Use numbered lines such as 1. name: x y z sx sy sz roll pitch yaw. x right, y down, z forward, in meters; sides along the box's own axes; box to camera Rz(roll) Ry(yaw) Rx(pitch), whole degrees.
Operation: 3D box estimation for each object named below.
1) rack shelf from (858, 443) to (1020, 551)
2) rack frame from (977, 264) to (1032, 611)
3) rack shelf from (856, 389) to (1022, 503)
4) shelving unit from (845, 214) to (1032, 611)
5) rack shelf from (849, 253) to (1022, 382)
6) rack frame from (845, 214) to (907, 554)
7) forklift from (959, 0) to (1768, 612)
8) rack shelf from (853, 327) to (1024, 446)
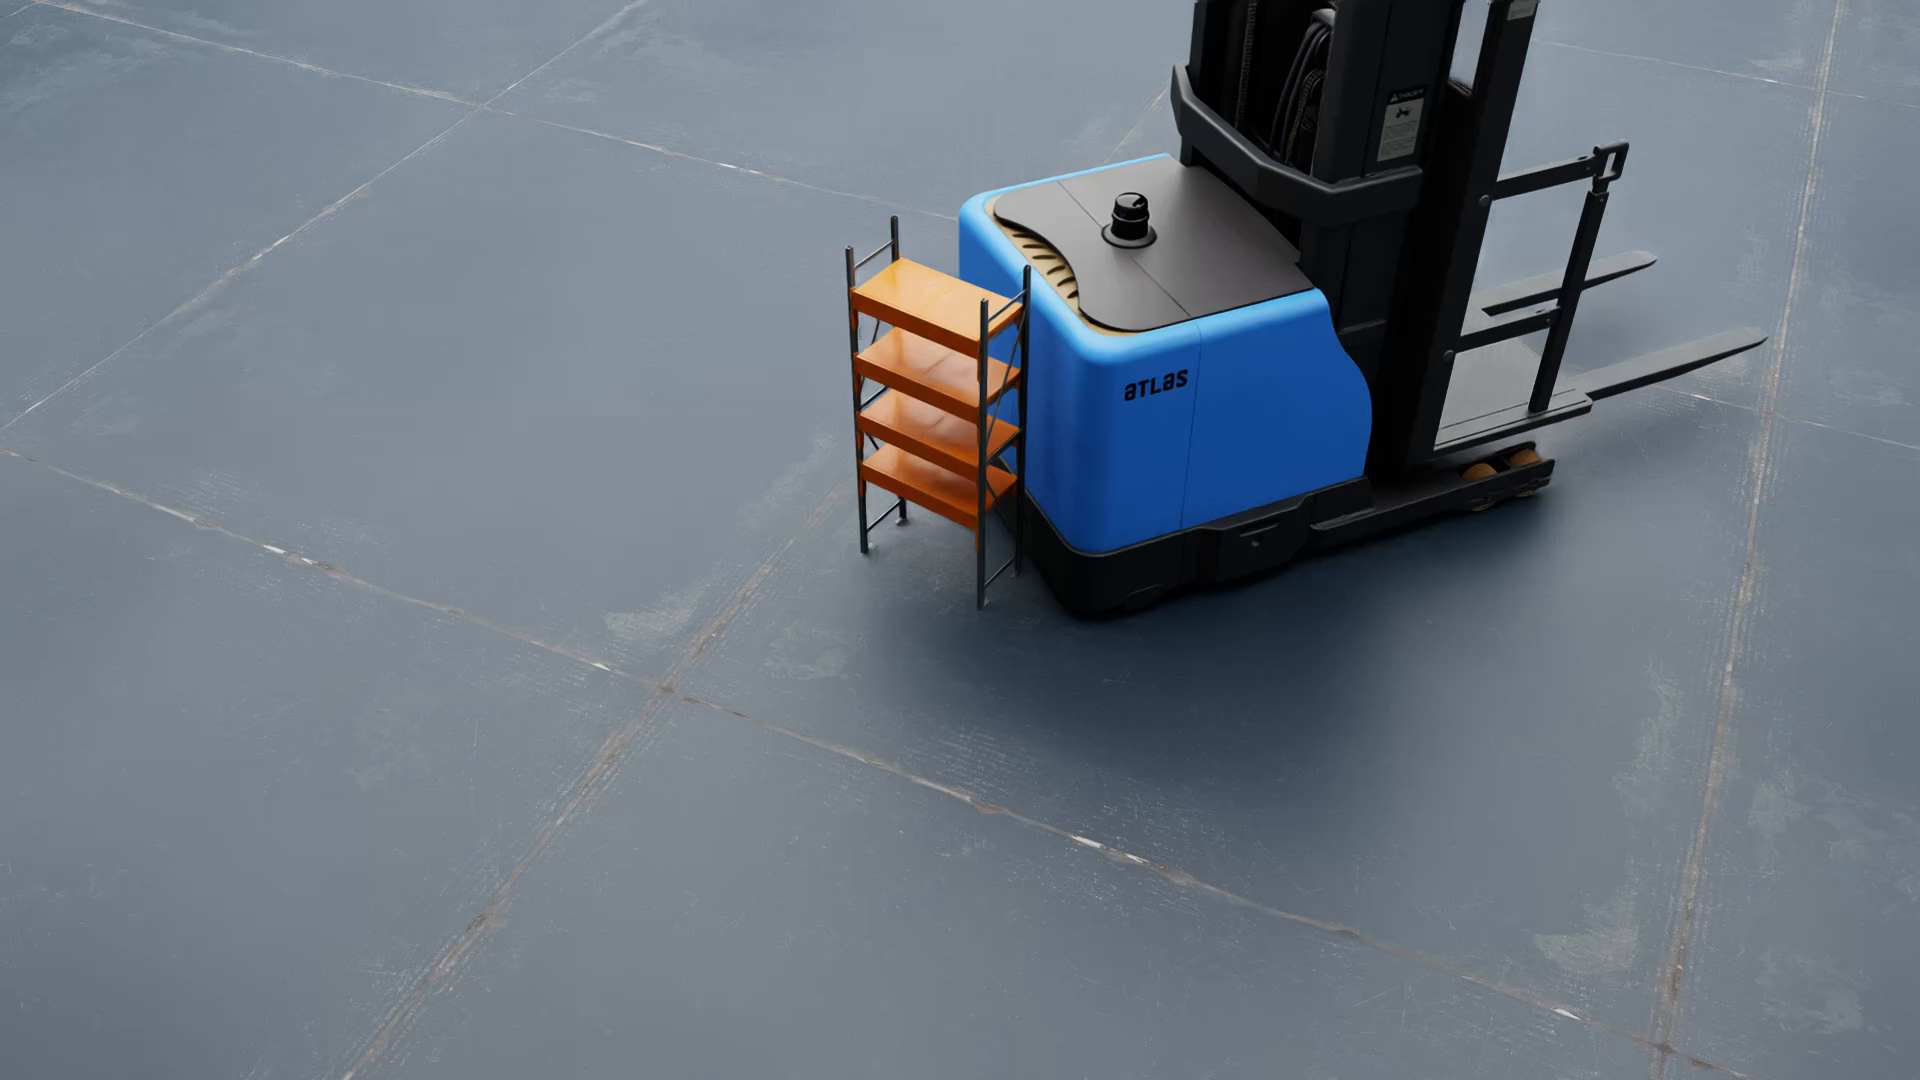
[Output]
1. rack shelf: -0.065 -0.178 5.445 0.480 0.148 0.258 25 47 26
2. rack frame: 0.133 -0.285 5.163 0.015 1.200 0.240 25 47 26
3. rack shelf: -0.065 -0.328 5.315 0.480 0.148 0.258 25 47 26
4. shelving unit: -0.065 -0.379 5.271 0.503 1.200 0.258 25 47 26
5. rack shelf: -0.065 -0.675 5.013 0.480 0.148 0.258 25 47 26
6. rack frame: -0.263 -0.472 5.378 0.015 1.200 0.240 25 47 26
7. forklift: 1.546 -1.512 5.256 3.031 2.935 1.130 -16 43 -18
8. rack shelf: -0.065 -0.497 5.168 0.480 0.148 0.258 25 47 26
